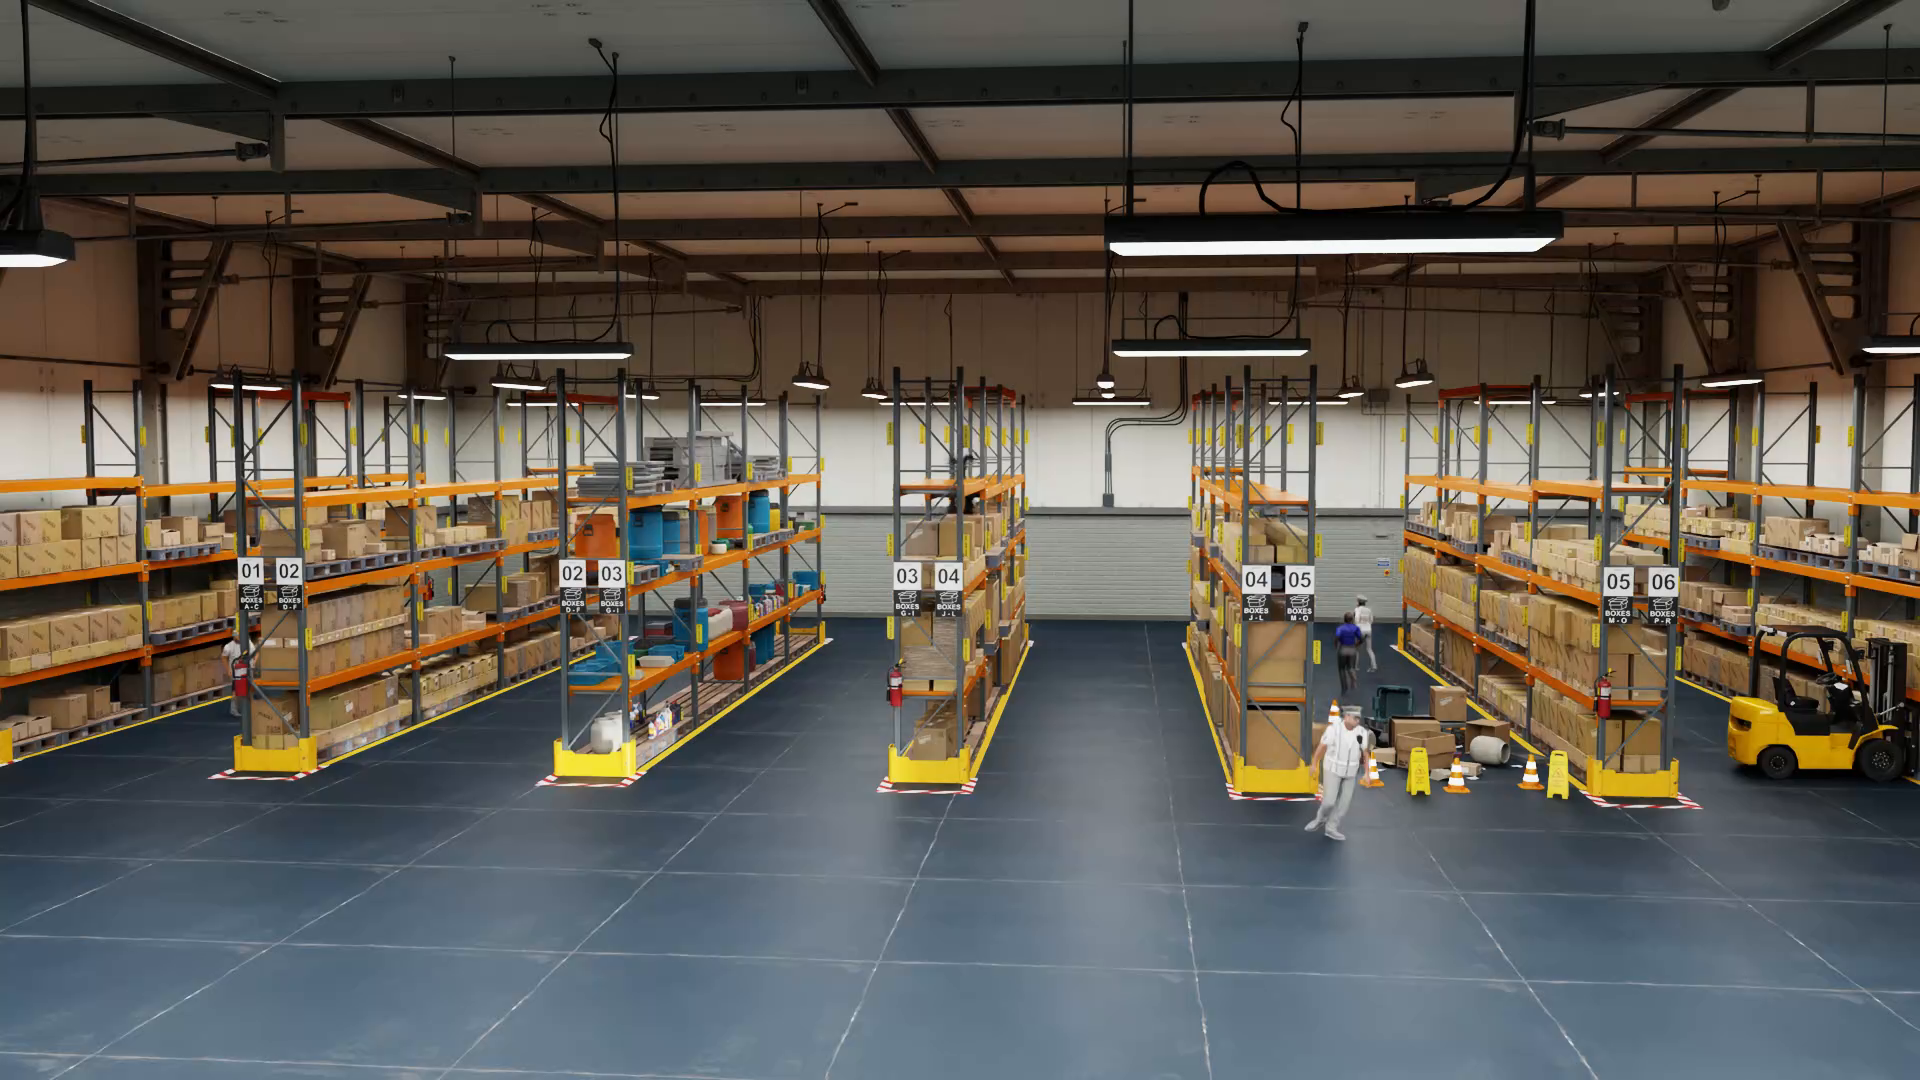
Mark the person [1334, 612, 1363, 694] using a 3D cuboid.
[{"bbox_3d":[7.499,2.215,32.147,0.585,1.625,0.688,0,4,1],"label":"person"}]

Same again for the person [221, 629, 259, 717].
[{"bbox_3d":[-12.897,2.377,29.931,0.777,1.602,0.655,3,5,44],"label":"person"}]

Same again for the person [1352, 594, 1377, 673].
[{"bbox_3d":[8.494,1.998,34.962,0.605,1.678,0.953,-1,4,-15],"label":"person"}]

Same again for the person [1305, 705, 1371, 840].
[{"bbox_3d":[4.694,2.873,20.622,0.708,1.710,0.585,-1,4,-13],"label":"person"}]
